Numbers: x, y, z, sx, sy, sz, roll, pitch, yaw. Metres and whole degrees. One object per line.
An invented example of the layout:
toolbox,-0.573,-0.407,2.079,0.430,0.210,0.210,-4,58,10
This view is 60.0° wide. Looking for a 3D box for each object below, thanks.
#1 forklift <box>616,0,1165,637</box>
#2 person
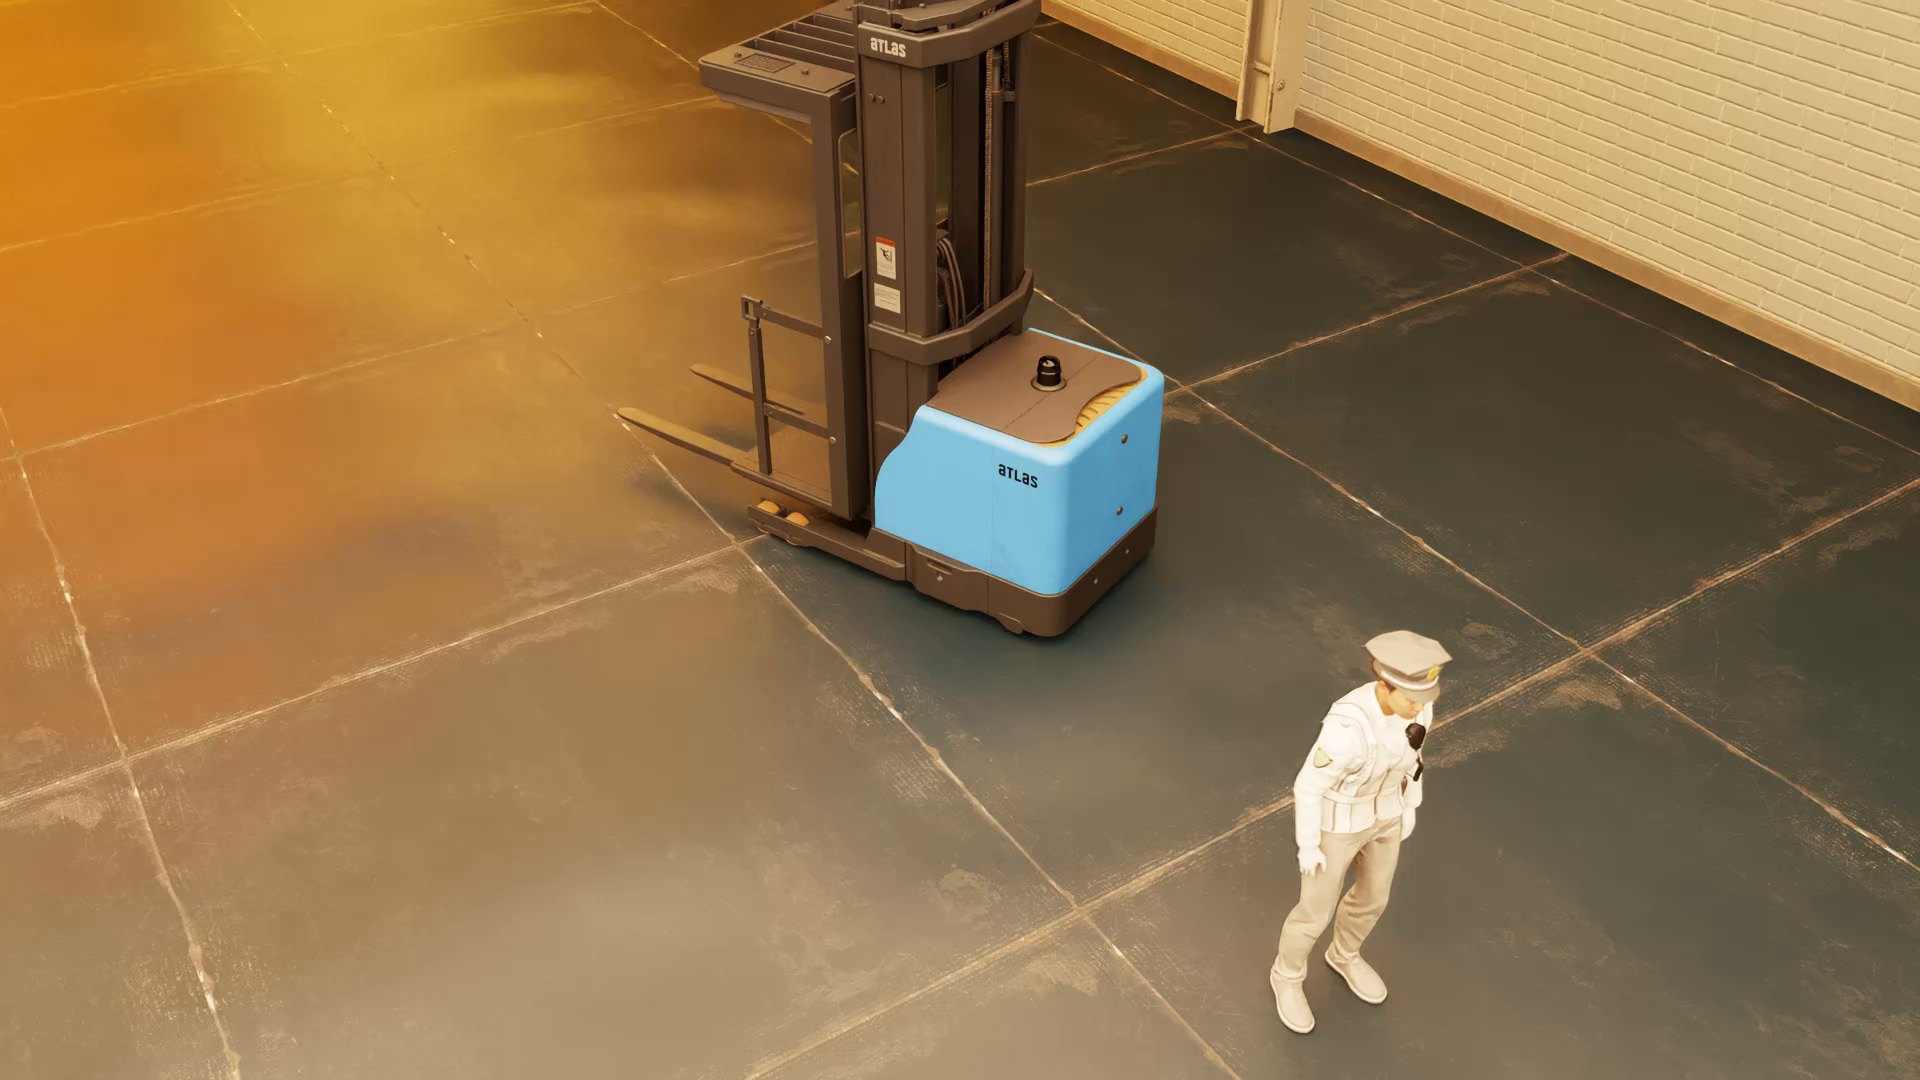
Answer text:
forklift,-0.500,-1.399,8.138,3.031,2.935,1.130,22,41,28
person,1.395,0.998,5.834,0.535,1.661,0.374,-16,38,-22
